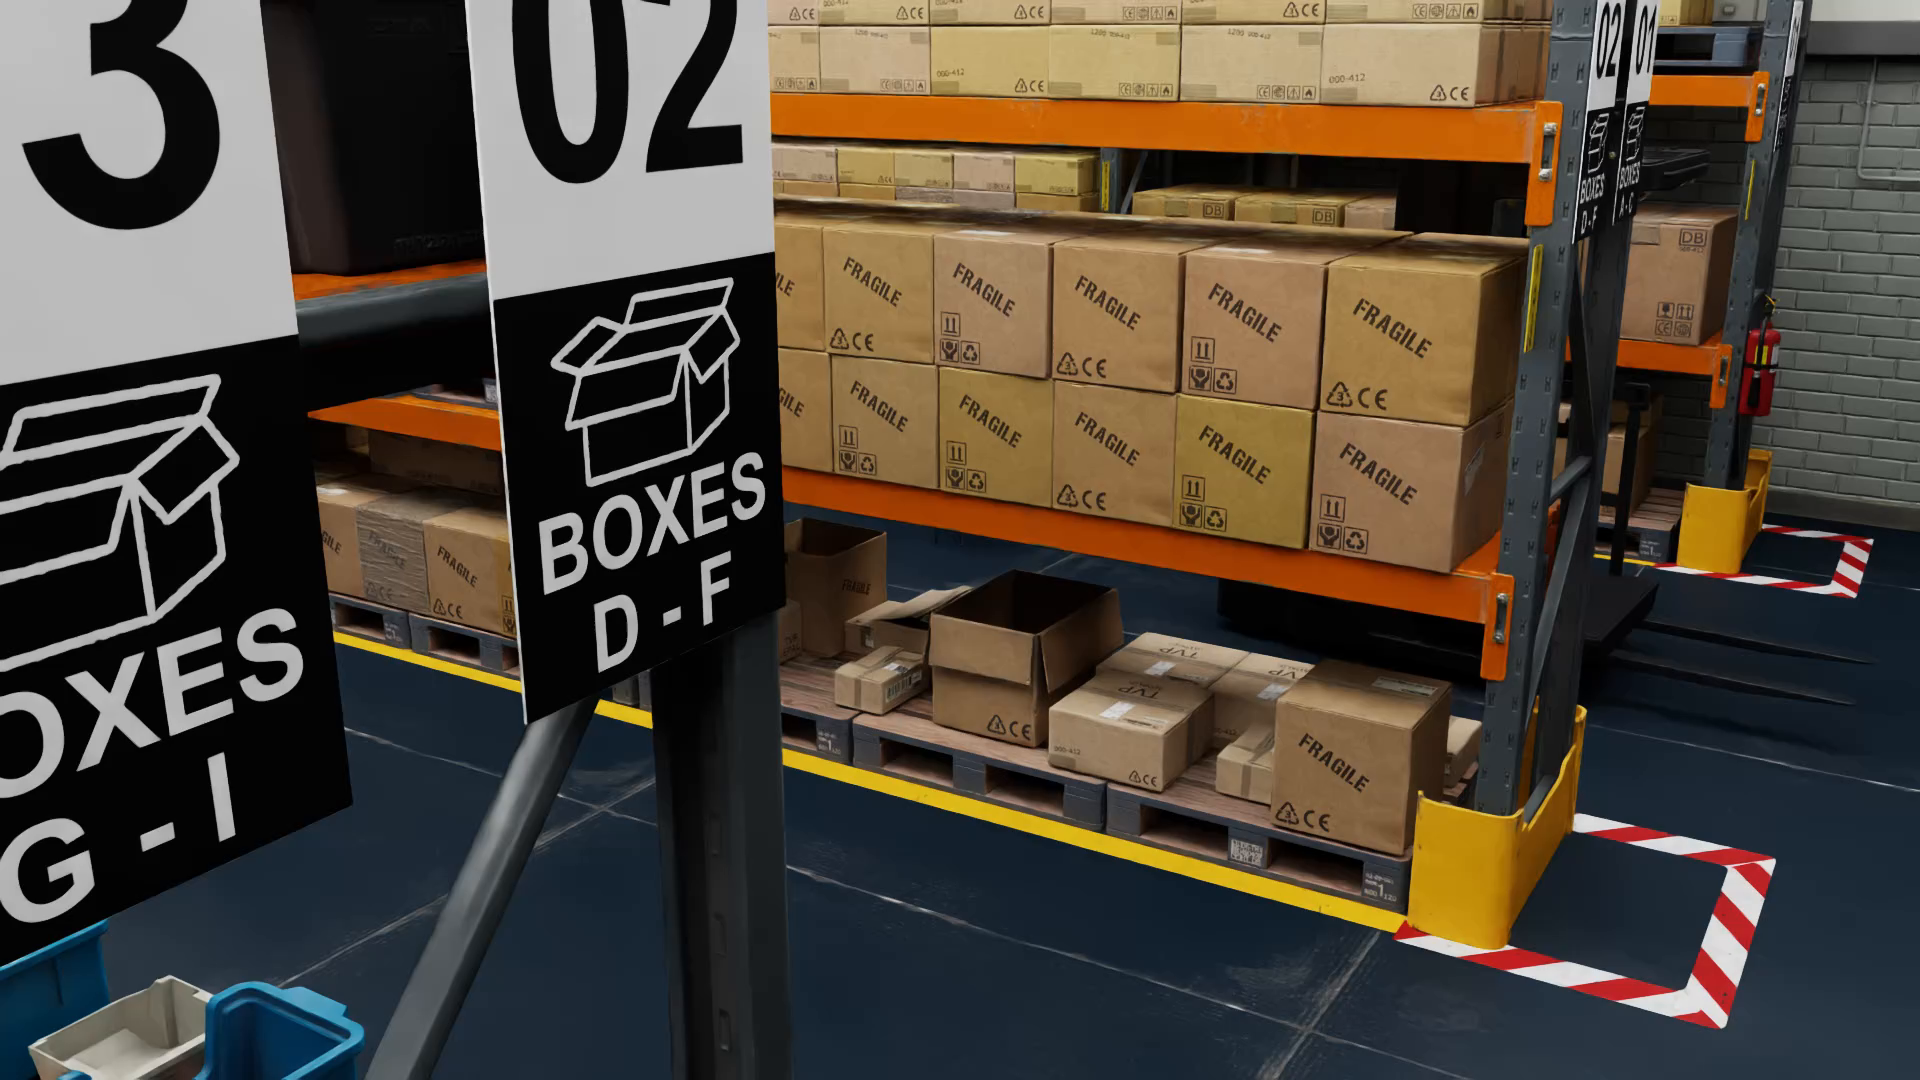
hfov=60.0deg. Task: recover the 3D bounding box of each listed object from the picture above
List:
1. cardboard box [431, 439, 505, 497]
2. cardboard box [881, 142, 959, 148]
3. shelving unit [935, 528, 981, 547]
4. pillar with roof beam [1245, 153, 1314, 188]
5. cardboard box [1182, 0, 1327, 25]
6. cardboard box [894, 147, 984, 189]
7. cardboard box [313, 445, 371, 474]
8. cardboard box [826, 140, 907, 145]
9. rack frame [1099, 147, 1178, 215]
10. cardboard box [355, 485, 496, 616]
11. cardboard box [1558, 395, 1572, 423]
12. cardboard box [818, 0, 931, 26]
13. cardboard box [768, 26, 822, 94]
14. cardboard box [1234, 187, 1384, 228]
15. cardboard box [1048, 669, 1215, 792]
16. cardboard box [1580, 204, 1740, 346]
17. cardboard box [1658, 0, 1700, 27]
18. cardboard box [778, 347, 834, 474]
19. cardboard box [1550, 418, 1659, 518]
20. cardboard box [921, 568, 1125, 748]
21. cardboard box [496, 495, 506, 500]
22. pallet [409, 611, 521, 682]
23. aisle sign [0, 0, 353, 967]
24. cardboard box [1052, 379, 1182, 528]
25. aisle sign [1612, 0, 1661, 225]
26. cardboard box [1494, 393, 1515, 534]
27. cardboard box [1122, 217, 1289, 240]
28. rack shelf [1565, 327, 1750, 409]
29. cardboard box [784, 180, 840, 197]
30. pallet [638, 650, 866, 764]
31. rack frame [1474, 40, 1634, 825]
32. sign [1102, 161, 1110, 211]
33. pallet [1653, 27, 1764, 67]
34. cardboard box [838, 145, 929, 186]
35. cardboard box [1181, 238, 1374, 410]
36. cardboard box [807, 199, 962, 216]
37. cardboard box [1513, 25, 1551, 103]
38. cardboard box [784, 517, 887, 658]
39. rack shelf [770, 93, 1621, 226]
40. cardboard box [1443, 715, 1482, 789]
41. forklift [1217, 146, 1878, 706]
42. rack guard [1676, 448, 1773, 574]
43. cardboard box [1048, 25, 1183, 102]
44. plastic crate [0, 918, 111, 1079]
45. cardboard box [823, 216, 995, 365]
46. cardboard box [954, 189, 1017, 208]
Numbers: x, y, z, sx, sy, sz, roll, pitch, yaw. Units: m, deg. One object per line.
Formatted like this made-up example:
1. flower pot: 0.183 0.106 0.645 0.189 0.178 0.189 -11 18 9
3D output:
1. cardboard box: -2.466 -0.442 8.929 0.500 0.250 0.500 10 20 30
2. cardboard box: -0.317 -2.937 12.879 0.500 0.250 0.500 10 19 29
3. shelving unit: -0.012 -0.576 10.214 0.189 1.200 0.258 10 20 30
4. pillar with roof beam: 0.057 -3.922 7.811 0.400 9.000 9.100 10 20 30
5. cardboard box: 1.082 -1.868 5.607 0.500 0.250 0.500 10 20 30
6. cardboard box: -0.137 -2.734 12.213 0.500 0.250 0.500 11 20 31
7. cardboard box: -3.377 -0.243 9.563 0.500 0.500 0.500 9 19 28
8. cardboard box: -0.751 -3.014 13.134 0.500 0.250 0.500 10 19 29
9. rack frame: 1.261 -2.010 11.838 0.127 3.000 1.000 10 20 30
10. cardboard box: -2.743 0.045 8.616 0.500 0.500 0.500 10 20 31
11. cardboard box: 3.815 -0.773 10.228 0.250 0.149 0.380 10 19 29
12. cardboard box: -0.197 -2.095 6.355 0.500 0.250 0.500 10 20 30
13. cardboard box: -0.620 -1.934 6.684 0.500 0.250 0.500 10 20 30
14. cardboard box: 2.333 -1.955 11.139 0.700 0.700 0.980 10 19 29
15. cardboard box: 0.694 0.757 6.701 0.500 0.250 0.500 10 20 30
16. cardboard box: 4.229 -1.620 10.038 0.700 0.700 0.980 11 20 33
17. cardboard box: 3.906 -3.060 9.495 0.500 0.250 0.500 11 20 32
18. cardboard box: -0.599 -0.608 7.051 0.500 0.500 0.500 11 20 31
19. cardboard box: 4.020 -0.488 10.406 0.500 0.500 0.700 10 20 30
20. cardboard box: 0.275 0.486 7.159 0.637 0.503 0.797 10 20 30
21. cardboard box: -2.074 -0.009 8.795 0.500 0.500 0.500 10 20 31
22. pallet: -2.042 0.437 8.579 1.213 0.211 1.003 10 20 30
23. aisle sign: -0.608 -0.108 1.105 0.004 0.787 0.394 10 20 30
24. cardboard box: 0.689 -0.378 6.293 0.500 0.500 0.500 10 20 30
25. aisle sign: 2.292 -1.481 5.622 0.004 0.787 0.394 10 20 30
26. cardboard box: 1.840 -0.355 6.217 0.500 0.500 0.500 11 20 31
27. cardboard box: 0.966 -0.988 6.582 0.500 0.500 0.500 10 20 31
28. rack shelf: 2.965 -1.362 10.941 4.000 0.370 1.077 10 20 30
29. cardboard box: -1.004 -2.523 12.809 0.500 0.500 0.500 10 20 30
30. pallet: -0.744 0.656 7.858 1.213 0.211 1.003 10 20 30
31. rack frame: 2.080 -0.174 5.794 0.127 3.000 1.000 10 20 30
32. sign: 0.985 -2.390 11.234 0.005 0.325 0.100 10 20 30
33. pallet: 4.031 -2.905 9.775 1.213 0.211 1.003 10 20 30
34. cardboard box: -0.571 -2.811 12.467 0.500 0.250 0.500 10 19 29
35. cardboard box: 1.126 -0.777 5.885 0.500 0.500 0.500 11 20 32
36. cardboard box: -0.324 -1.219 7.341 0.500 0.500 0.500 10 19 29
37. cardboard box: 1.775 -1.679 5.844 0.500 0.250 0.500 10 20 30
38. cardboard box: -0.695 0.219 8.042 0.500 0.500 0.500 10 20 30
39. rack shelf: 0.376 -1.570 6.464 4.000 0.370 1.077 10 20 30
40. cardboard box: 1.903 0.830 6.634 0.250 0.149 0.380 10 20 30
41. forklift: 2.864 -0.805 7.989 3.031 2.935 1.130 12 20 34
42. rack guard: 4.690 -0.202 10.186 0.348 0.500 1.175 10 20 30
43. cardboard box: 0.651 -1.702 5.921 0.500 0.250 0.500 10 20 30
44. plastic crate: -1.676 0.784 2.824 0.300 0.233 0.416 10 20 30
45. cardboard box: -0.197 -1.011 6.656 0.500 0.500 0.500 9 19 28
46. cardboard box: 0.295 -2.293 12.050 0.500 0.500 0.500 10 20 31
